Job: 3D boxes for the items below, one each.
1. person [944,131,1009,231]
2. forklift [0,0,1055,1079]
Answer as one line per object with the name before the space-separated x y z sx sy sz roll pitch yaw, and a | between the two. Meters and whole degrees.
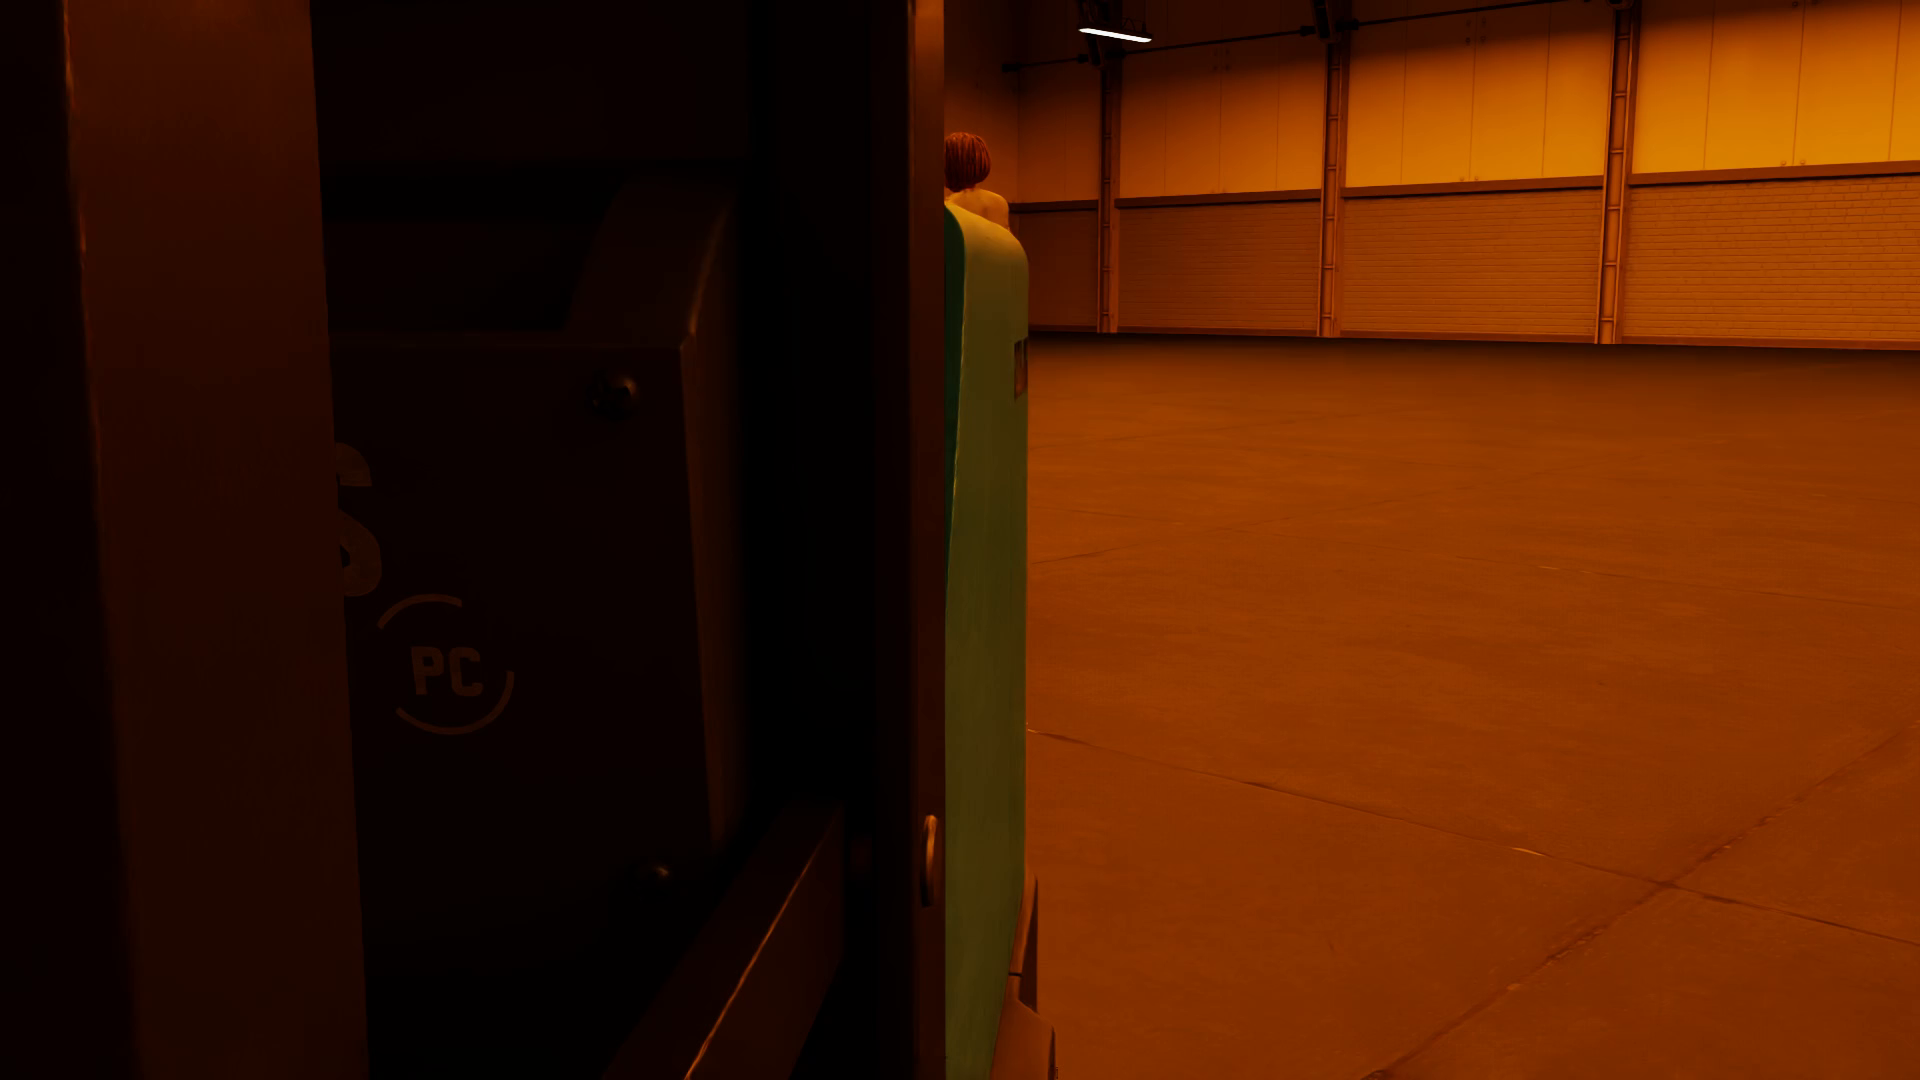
person | -0.043 -0.806 6.658 0.475 1.597 0.520 8 12 43
forklift | -0.576 -0.539 0.452 1.130 2.935 3.031 1 9 6
